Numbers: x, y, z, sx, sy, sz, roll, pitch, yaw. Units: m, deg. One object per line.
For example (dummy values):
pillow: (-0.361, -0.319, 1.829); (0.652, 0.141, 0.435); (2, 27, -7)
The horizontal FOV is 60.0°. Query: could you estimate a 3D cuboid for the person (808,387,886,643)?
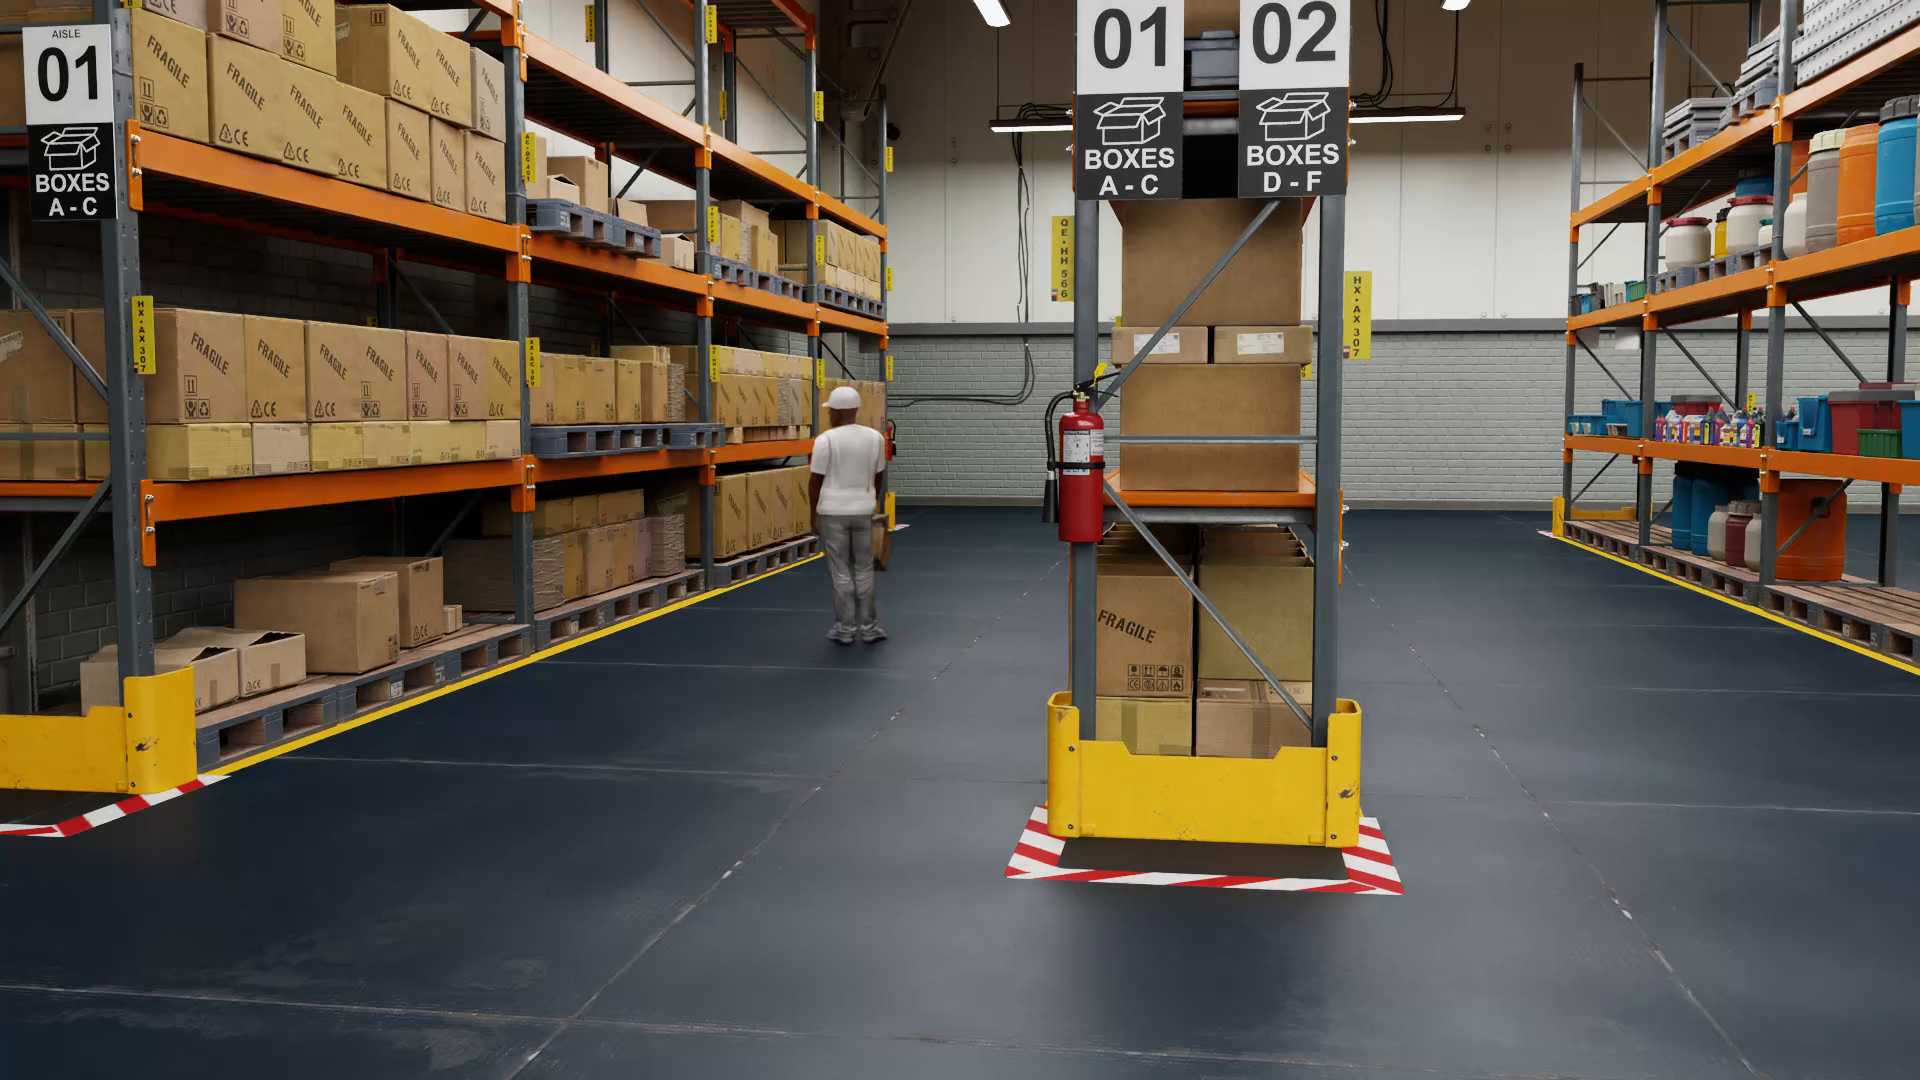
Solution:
person: (-0.781, -0.177, 11.590); (0.618, 1.768, 0.431); (-2, 5, -27)
